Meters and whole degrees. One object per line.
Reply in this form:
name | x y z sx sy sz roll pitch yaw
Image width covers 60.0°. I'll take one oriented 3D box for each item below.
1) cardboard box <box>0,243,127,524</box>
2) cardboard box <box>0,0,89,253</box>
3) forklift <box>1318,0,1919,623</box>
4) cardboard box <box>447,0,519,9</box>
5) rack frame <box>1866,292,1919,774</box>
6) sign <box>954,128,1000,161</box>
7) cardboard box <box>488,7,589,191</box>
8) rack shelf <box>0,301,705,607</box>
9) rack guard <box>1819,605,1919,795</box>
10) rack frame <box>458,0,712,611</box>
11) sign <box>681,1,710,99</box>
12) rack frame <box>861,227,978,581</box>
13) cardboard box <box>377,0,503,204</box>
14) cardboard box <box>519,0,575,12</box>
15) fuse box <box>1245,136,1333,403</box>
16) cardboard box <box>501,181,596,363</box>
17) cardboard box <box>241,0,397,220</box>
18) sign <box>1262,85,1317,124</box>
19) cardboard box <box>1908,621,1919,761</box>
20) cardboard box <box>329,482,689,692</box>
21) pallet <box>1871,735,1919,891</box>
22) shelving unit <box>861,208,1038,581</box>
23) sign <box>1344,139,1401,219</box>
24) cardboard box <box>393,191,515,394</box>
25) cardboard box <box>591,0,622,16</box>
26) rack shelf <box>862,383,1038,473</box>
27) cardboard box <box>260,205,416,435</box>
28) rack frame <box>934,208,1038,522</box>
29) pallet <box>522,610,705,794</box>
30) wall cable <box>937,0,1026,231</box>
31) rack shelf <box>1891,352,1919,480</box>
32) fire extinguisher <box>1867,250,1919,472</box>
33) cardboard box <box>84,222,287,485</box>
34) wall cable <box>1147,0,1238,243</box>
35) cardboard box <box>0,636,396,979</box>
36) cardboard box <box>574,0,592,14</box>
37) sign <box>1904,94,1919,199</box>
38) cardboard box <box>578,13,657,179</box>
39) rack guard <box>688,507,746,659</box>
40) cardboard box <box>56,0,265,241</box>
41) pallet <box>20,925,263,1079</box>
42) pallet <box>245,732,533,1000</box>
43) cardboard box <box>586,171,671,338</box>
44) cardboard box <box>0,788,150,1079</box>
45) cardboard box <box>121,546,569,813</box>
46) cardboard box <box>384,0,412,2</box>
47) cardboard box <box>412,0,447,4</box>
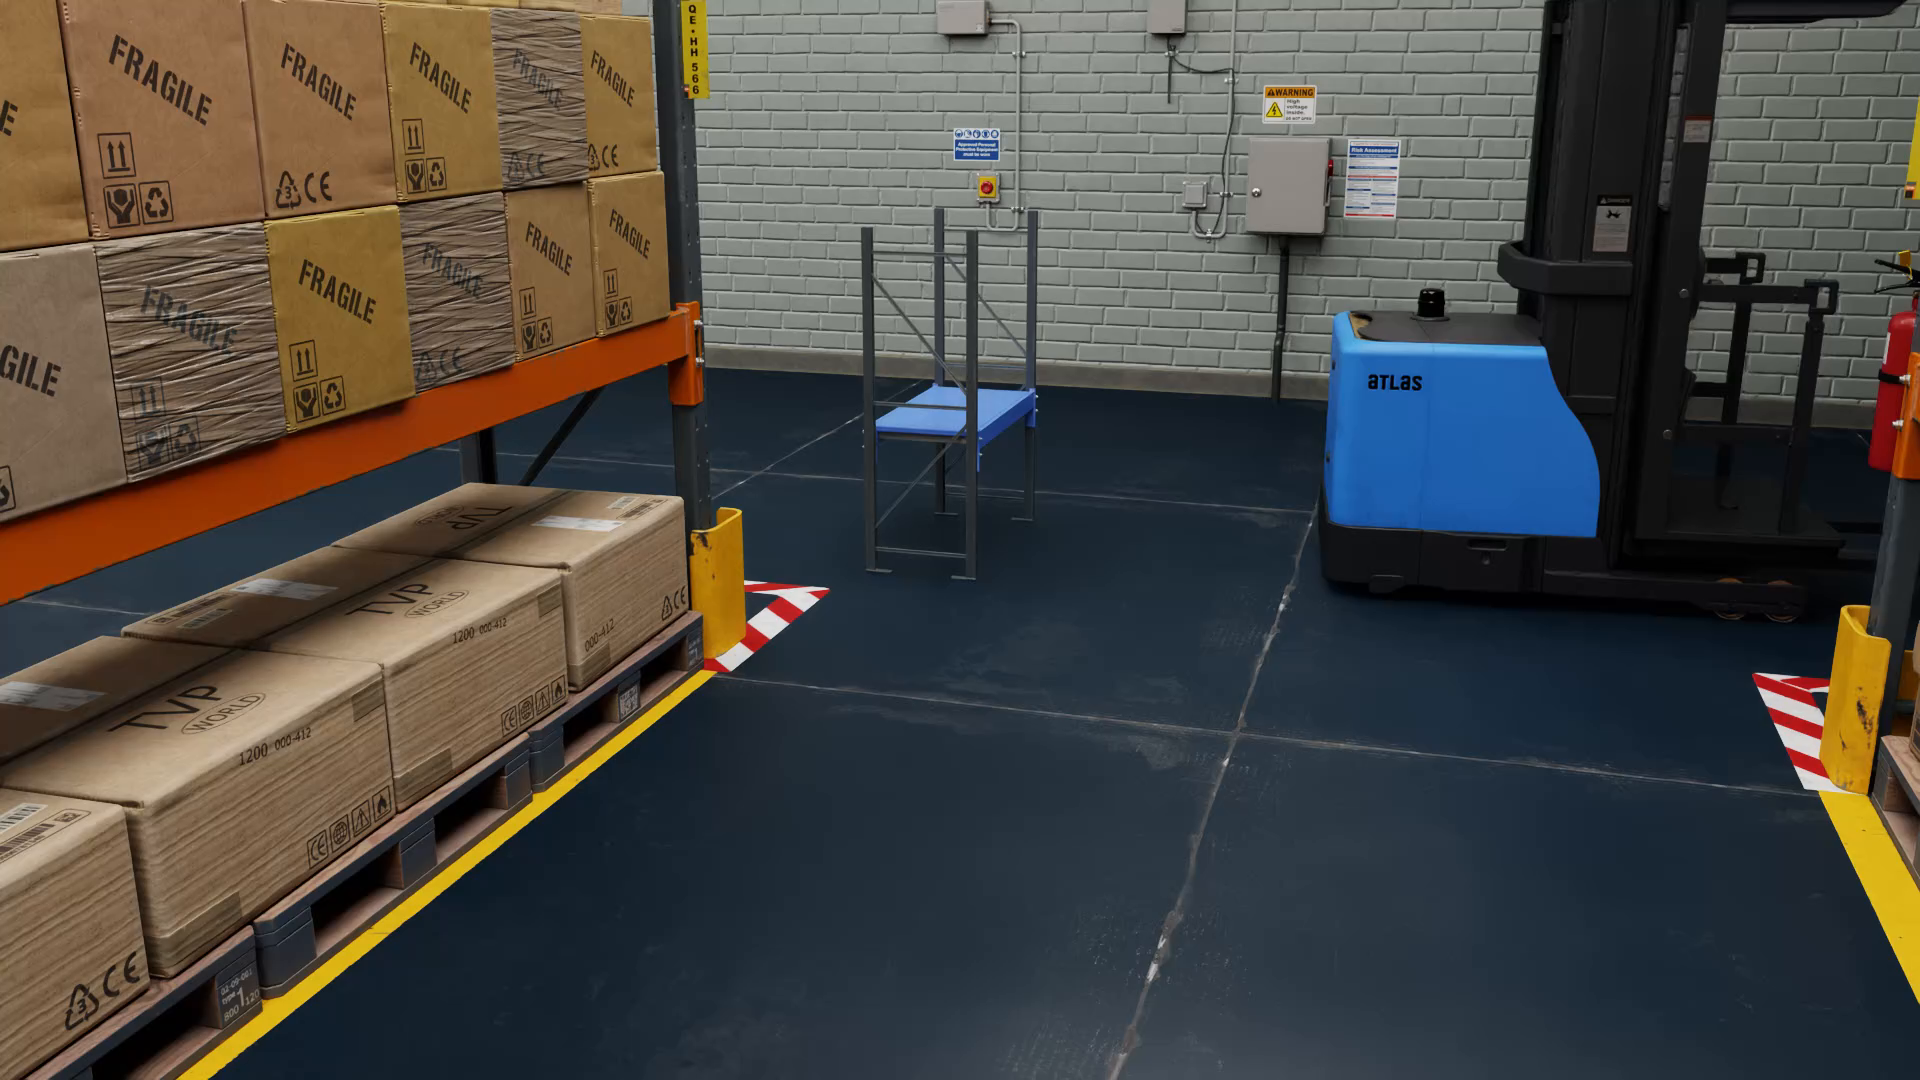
cardboard box | -2.042 -0.309 3.240 0.500 0.500 0.500 5 17 16
cardboard box | -2.057 -0.794 3.116 0.500 0.500 0.500 4 16 15
forklift | 3.107 -1.236 6.816 3.031 2.935 1.130 3 16 10
cardboard box | -1.500 -1.601 4.772 0.380 0.149 0.250 5 17 17
rack frame | 3.323 -0.690 4.765 1.000 3.000 0.127 5 16 16
sign | 0.114 -2.701 11.359 0.327 0.218 0.001 5 16 16
cardboard box | -1.466 -1.320 4.969 0.500 0.500 0.500 5 16 16
rack shelf | -2.005 -0.205 4.372 1.077 0.370 4.000 5 16 16
rack guard | 3.301 0.532 5.036 1.175 0.500 0.348 5 16 16
rack frame | -1.437 -1.074 6.119 1.000 3.000 0.127 5 16 16
sign | -0.921 -1.699 5.767 0.100 0.325 0.005 5 16 16
rack frame | -0.169 -0.566 7.077 0.500 1.500 0.032 5 16 16
cardboard box | -1.610 -1.190 4.514 0.500 0.500 0.500 5 16 16
cardboard box | -1.389 -1.663 4.993 0.380 0.149 0.250 4 16 15
fuse box | 2.116 -1.730 10.793 0.539 1.711 0.414 5 16 16
cardboard box | -1.477 -0.845 5.129 0.500 0.500 0.500 4 16 15
cardboard box | -1.755 -1.059 4.050 0.500 0.500 0.500 5 16 15
sign | 2.121 -2.806 10.711 0.339 0.242 0.001 5 16 16
cardboard box | 3.058 0.462 4.510 0.797 0.503 0.637 4 16 14
cardboard box | -1.529 0.137 5.775 0.875 0.438 0.875 4 16 14
pallet | 3.076 0.880 4.340 1.003 0.211 1.213 5 16 16
shelving unit | -0.024 -0.699 7.546 0.538 1.500 1.048 5 16 16
sign | 2.648 -2.320 10.686 0.329 0.494 0.001 5 16 16
cardboard box | -1.614 -0.710 4.652 0.500 0.500 0.500 5 17 17
cardboard box | -1.347 -1.806 5.495 0.380 0.149 0.250 5 17 17
rack shelf | -0.024 -0.526 7.595 0.538 0.185 1.000 5 16 16
cardboard box | -1.748 -0.574 4.172 0.500 0.500 0.500 5 17 18
rack frame | 0.120 -0.832 8.015 0.500 1.500 0.032 5 16 16
pallet | -1.589 0.483 5.741 1.003 0.211 1.213 5 16 16
wall cable | 0.143 -3.055 11.183 0.585 1.953 0.123 5 16 16
rack shelf | 2.755 0.179 3.019 1.077 0.370 4.000 5 16 16
fire extinguisher | 2.922 -0.548 5.089 0.296 0.674 0.183 5 16 16
cardboard box | -1.895 -0.439 3.697 0.500 0.500 0.500 5 17 16
wall cable | 1.506 -2.933 10.811 0.588 1.984 0.122 5 16 16
cardboard box | -2.039 0.613 4.097 0.875 0.438 0.875 4 16 14
cardboard box | -1.396 -1.738 5.254 0.380 0.149 0.250 5 17 17
sign | 2.803 -1.149 4.795 0.100 0.325 0.005 5 16 16
cardboard box | -1.346 -1.459 5.459 0.500 0.500 0.500 5 17 18
rack guard | -1.430 0.122 6.482 1.175 0.500 0.348 5 16 16
cardboard box | -1.900 -0.927 3.586 0.500 0.500 0.500 5 17 17
pallet | -2.283 1.121 3.490 1.003 0.211 1.213 5 16 16
pallet | -1.938 0.801 4.619 1.003 0.211 1.213 5 16 16
cardboard box | -1.320 -0.975 5.588 0.500 0.500 0.500 5 17 16
cardboard box | -2.292 0.847 3.271 0.875 0.438 0.875 4 16 15
cardboard box | -1.781 0.377 4.929 0.875 0.438 0.875 5 17 17
cardboard box | -1.657 -1.468 4.303 0.380 0.149 0.250 5 17 17
cardboard box | -1.642 -1.538 4.550 0.380 0.149 0.250 4 16 15
